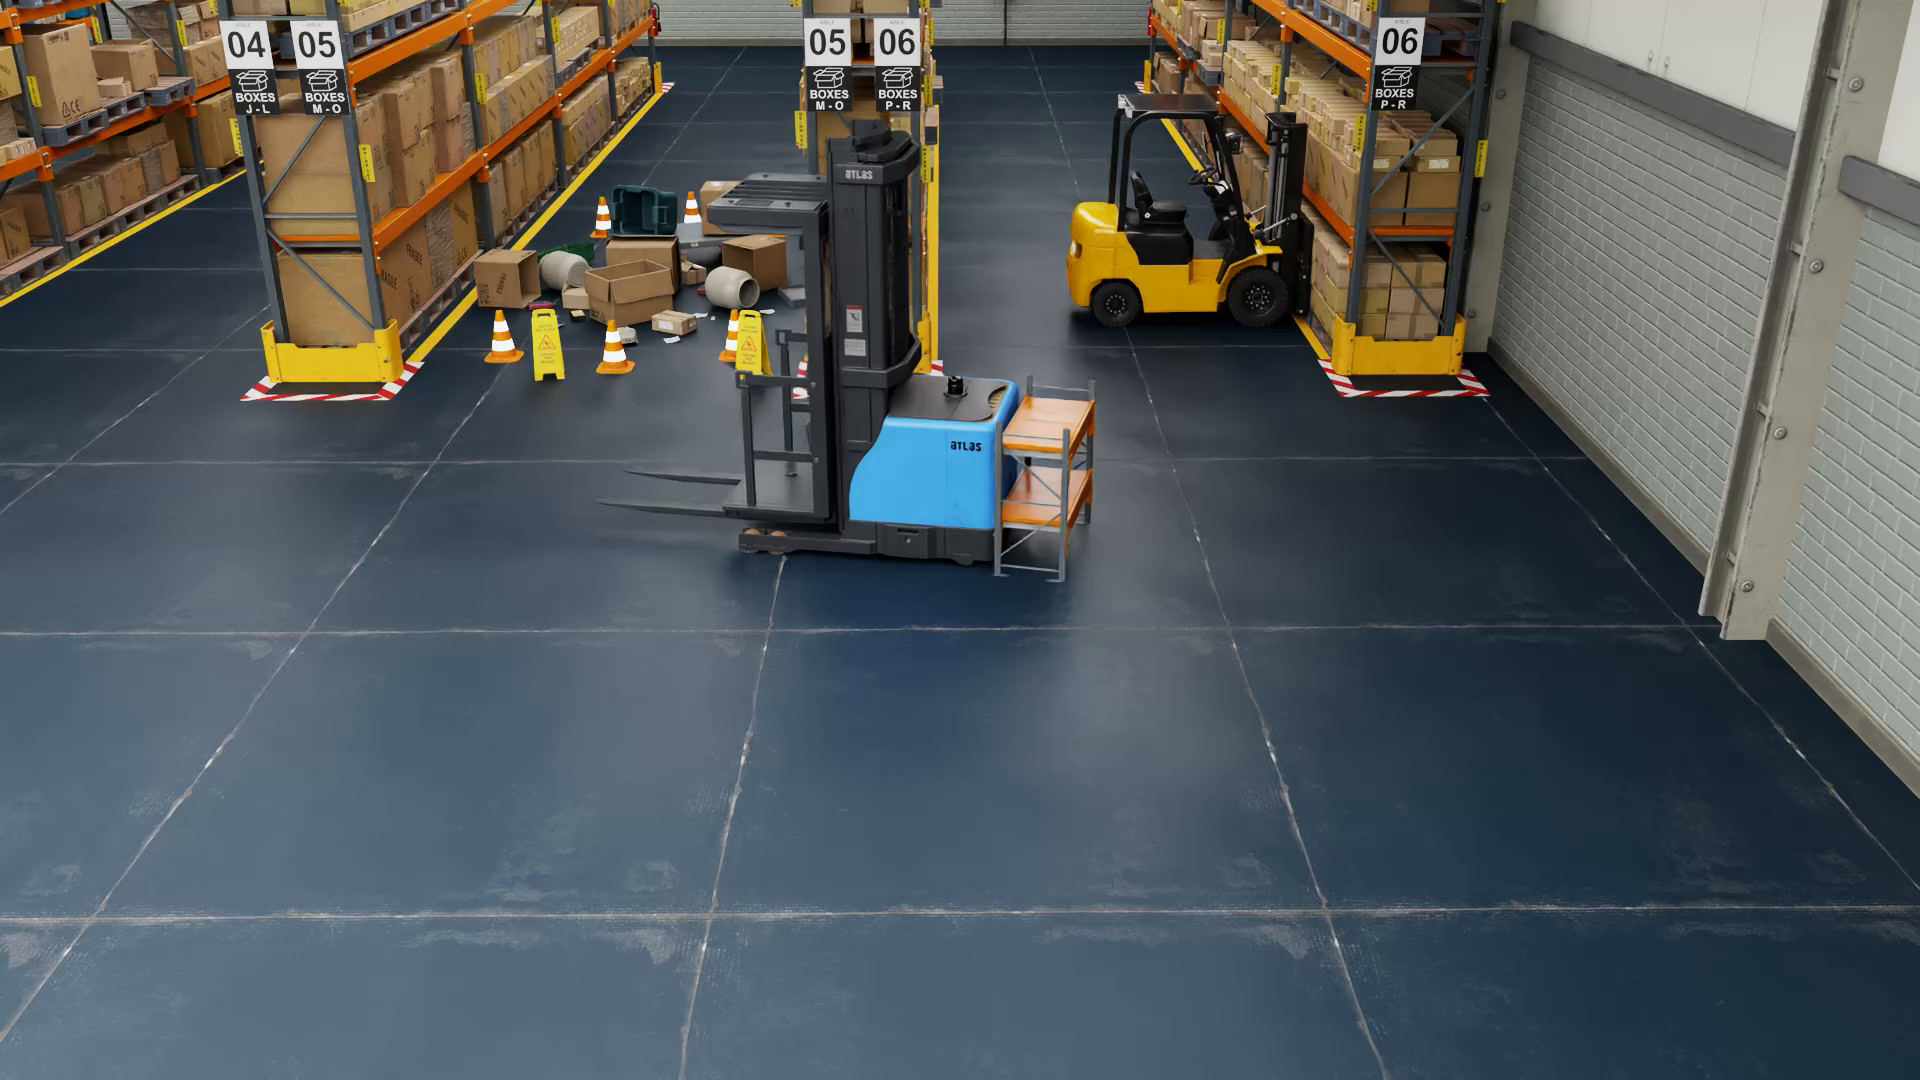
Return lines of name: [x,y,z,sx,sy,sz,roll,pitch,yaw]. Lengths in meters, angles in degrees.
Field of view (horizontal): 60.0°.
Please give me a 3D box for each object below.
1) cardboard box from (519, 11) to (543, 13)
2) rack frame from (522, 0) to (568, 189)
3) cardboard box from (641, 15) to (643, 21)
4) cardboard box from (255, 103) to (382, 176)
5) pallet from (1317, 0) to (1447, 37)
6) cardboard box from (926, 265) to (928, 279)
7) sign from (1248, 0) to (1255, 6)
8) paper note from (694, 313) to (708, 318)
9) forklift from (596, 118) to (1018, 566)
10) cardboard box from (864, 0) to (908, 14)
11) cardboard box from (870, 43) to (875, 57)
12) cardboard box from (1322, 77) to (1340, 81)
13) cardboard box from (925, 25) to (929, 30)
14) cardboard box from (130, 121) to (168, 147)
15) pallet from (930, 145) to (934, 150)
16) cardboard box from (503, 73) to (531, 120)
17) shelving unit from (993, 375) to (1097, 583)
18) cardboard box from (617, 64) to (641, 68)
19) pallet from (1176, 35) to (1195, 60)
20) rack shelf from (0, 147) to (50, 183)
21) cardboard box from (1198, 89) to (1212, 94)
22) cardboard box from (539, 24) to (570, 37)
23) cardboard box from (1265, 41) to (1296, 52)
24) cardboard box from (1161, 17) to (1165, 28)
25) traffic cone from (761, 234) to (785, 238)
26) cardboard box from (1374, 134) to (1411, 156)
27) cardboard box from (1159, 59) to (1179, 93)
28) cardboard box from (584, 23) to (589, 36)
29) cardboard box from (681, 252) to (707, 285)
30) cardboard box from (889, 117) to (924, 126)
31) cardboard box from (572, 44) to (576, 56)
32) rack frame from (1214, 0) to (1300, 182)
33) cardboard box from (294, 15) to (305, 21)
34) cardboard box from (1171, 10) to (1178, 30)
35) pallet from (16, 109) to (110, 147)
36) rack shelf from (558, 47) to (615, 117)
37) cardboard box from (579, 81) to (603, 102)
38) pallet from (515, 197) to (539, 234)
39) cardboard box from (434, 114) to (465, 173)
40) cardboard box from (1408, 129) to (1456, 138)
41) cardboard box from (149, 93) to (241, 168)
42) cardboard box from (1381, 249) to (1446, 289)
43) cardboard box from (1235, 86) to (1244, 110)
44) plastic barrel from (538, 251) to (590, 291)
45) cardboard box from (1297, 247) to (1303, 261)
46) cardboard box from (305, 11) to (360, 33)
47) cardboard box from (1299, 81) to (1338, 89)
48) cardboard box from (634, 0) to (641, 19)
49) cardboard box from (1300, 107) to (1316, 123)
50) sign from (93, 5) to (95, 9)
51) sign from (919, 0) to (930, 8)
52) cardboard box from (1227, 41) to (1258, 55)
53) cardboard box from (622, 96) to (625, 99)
cardboard box: [-6.380,-7.809,24.832,0.380,0.149,0.250,0,24,0]
rack frame: [-5.890,-6.198,22.196,1.000,3.000,0.127,0,24,-1]
cardboard box: [-5.708,-9.041,28.787,0.380,0.149,0.250,0,24,-1]
cardboard box: [-5.768,-3.615,14.993,0.875,0.550,0.550,0,24,-1]
pallet: [4.111,-5.111,16.261,1.003,0.211,1.213,0,24,-1]
cardboard box: [-0.603,-2.672,17.229,0.500,0.250,0.500,1,24,3]
sign: [4.533,-8.465,25.805,0.100,0.325,0.005,0,24,-1]
paper note: [-2.714,-2.338,17.280,0.148,0.019,0.142,8,26,18]
forklift: [-1.130,-1.437,11.753,3.031,2.935,1.130,4,25,9]
cardboard box: [-0.654,-4.728,14.644,0.380,0.149,0.250,0,24,-1]
cardboard box: [-0.625,-4.463,15.026,0.380,0.149,0.250,-1,24,-2]
cardboard box: [4.326,-5.235,19.159,0.380,0.149,0.250,-1,24,-2]
cardboard box: [-0.658,-6.448,21.758,0.500,0.500,0.500,-1,24,-2]
cardboard box: [-10.814,-5.344,21.899,0.500,0.250,0.500,1,24,2]
pallet: [-0.885,-5.818,24.740,1.003,0.211,1.213,0,24,-1]
cardboard box: [-5.597,-5.436,20.391,0.500,0.500,0.500,0,24,0]
shelving unit: [0.606,-0.449,11.762,0.538,1.125,1.048,6,25,13]
cardboard box: [-5.704,-8.124,28.683,0.380,0.149,0.250,-1,24,-3]
pallet: [3.878,-7.516,25.345,1.003,0.211,1.213,0,24,-1]
rack shelf: [-10.785,-3.417,16.921,1.077,0.370,4.000,0,24,-1]
cardboard box: [3.793,-6.697,25.037,0.380,0.149,0.250,0,24,-1]
cardboard box: [-5.712,-7.169,23.418,0.380,0.149,0.250,1,24,2]
cardboard box: [4.228,-6.493,21.942,0.380,0.149,0.250,1,24,1]
cardboard box: [3.628,-8.800,28.255,0.380,0.149,0.250,-1,24,-2]
traffic cone: [-2.311,-3.962,20.332,0.336,0.463,0.334,0,24,-1]
cardboard box: [3.895,-3.612,15.210,0.380,0.149,0.250,0,24,0]
cardboard box: [3.817,-8.029,28.770,0.700,0.500,0.500,1,24,2]
cardboard box: [-5.721,-7.572,24.669,0.380,0.149,0.250,-1,24,-2]
cardboard box: [-3.035,-3.022,18.493,0.258,0.266,0.396,-19,31,-36]
cardboard box: [-0.611,-3.975,16.801,0.500,0.500,0.500,-1,24,-2]
cardboard box: [-5.710,-7.006,23.779,0.380,0.149,0.250,0,24,0]
rack frame: [4.022,-6.285,22.390,1.000,3.000,0.127,0,24,-1]
cardboard box: [-6.151,-4.735,14.997,0.380,0.149,0.250,0,24,0]
cardboard box: [3.708,-8.416,26.922,0.500,0.250,0.500,0,24,0]
pallet: [-10.670,-4.797,19.332,1.003,0.211,1.213,0,24,-1]
rack shelf: [-5.912,-6.694,24.167,1.077,0.370,4.000,0,24,-1]
cardboard box: [-5.681,-6.722,24.970,0.500,0.250,0.500,1,24,2]
pallet: [-5.946,-4.100,20.943,1.003,0.211,1.213,0,24,-1]
cardboard box: [-5.802,-4.239,17.684,0.875,0.550,0.550,0,24,-1]
cardboard box: [4.379,-3.715,15.437,0.380,0.149,0.250,1,24,1]
cardboard box: [-10.838,-5.725,23.219,1.225,0.875,0.875,-1,24,-3]
cardboard box: [4.293,-2.582,15.816,0.500,0.250,0.500,-1,24,-1]
cardboard box: [3.796,-5.614,21.087,0.500,0.250,0.500,-1,24,-2]
plastic barrel: [-4.300,-2.915,18.065,0.512,0.421,0.421,19,30,35]
cardboard box: [3.768,-2.980,17.302,0.500,0.250,0.500,0,24,-1]
cardboard box: [-5.486,-4.533,14.550,0.380,0.149,0.250,0,24,0]
cardboard box: [3.883,-4.874,18.000,0.380,0.149,0.250,0,24,0]
cardboard box: [-5.700,-9.070,28.065,0.500,0.500,0.500,0,24,0]
cardboard box: [3.771,-4.422,17.361,0.380,0.149,0.250,0,24,-1]
sign: [-15.341,-9.575,29.465,0.100,0.325,0.005,0,24,-1]
sign: [-0.312,-4.732,14.256,0.100,0.325,0.005,0,24,-1]
cardboard box: [3.731,-6.494,21.943,0.380,0.149,0.250,0,24,1]
cardboard box: [-5.727,-7.206,27.376,0.380,0.149,0.250,-1,24,-2]
